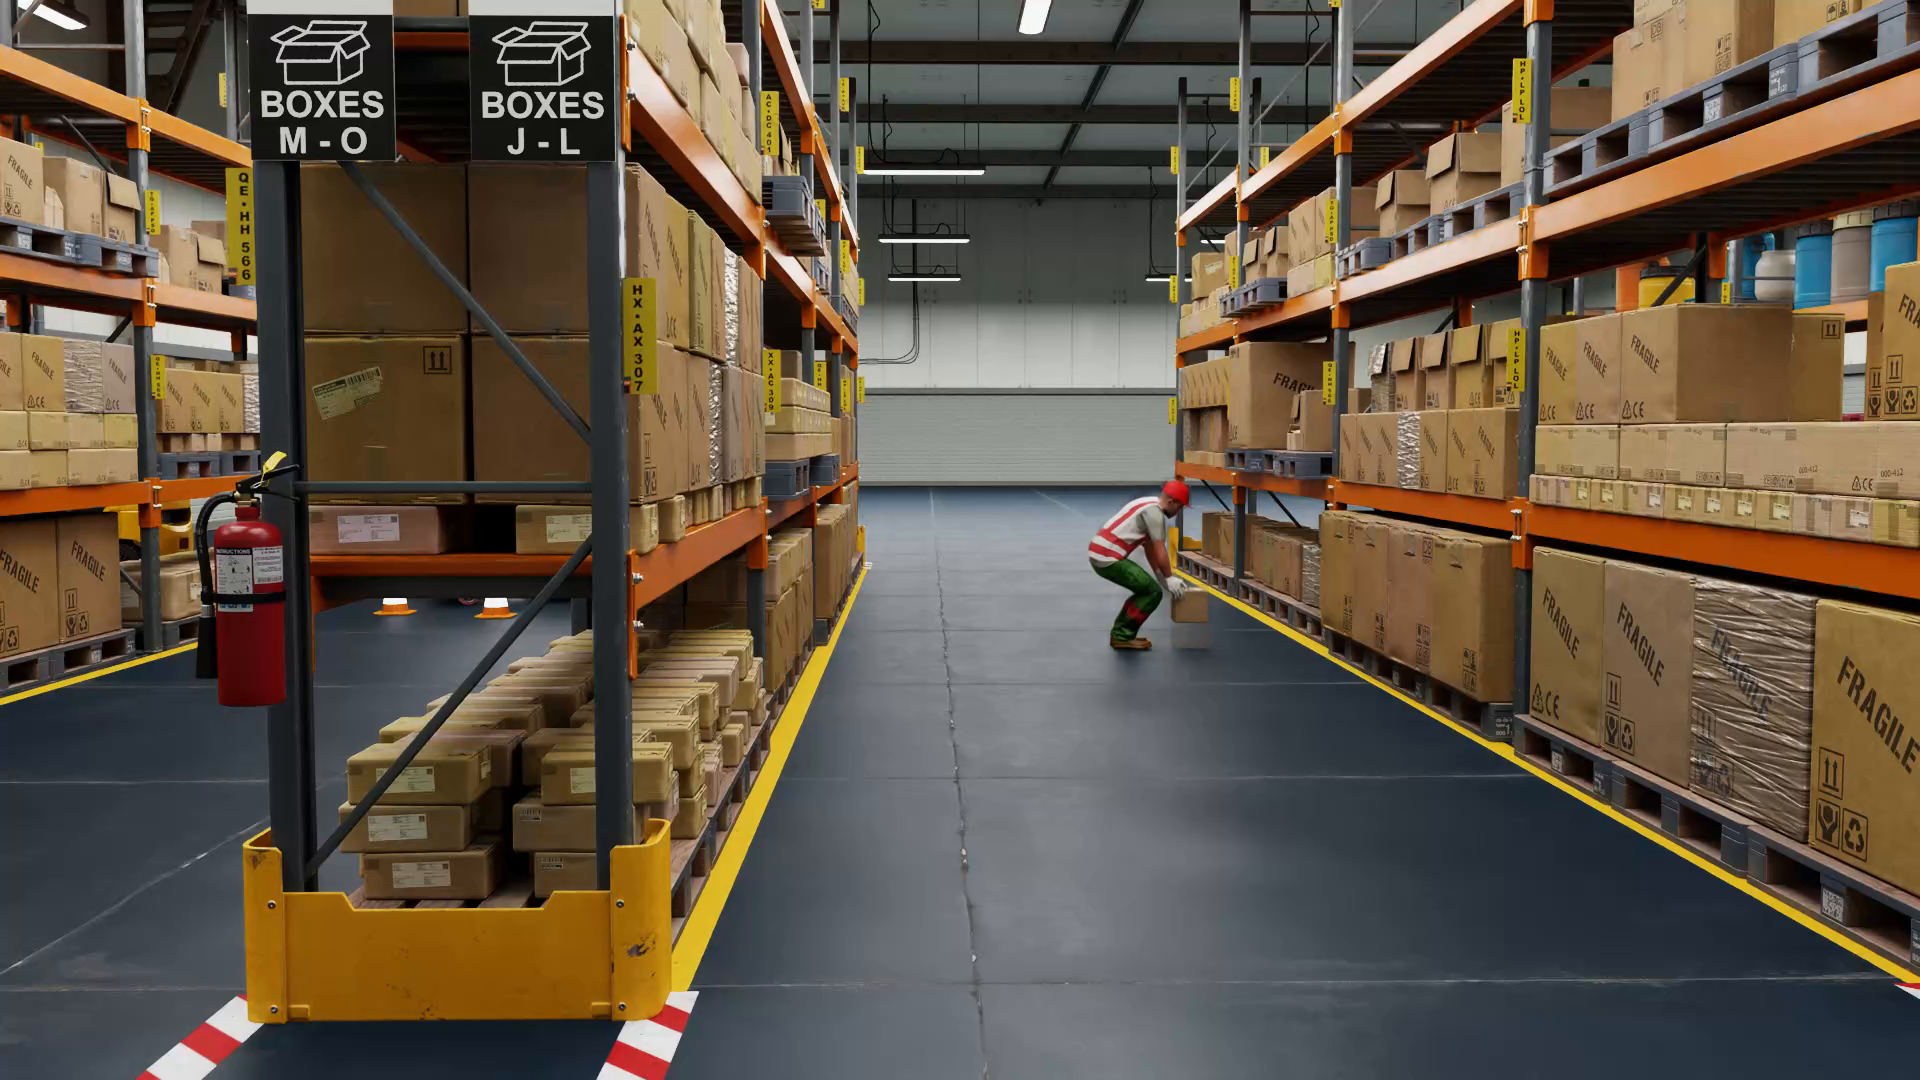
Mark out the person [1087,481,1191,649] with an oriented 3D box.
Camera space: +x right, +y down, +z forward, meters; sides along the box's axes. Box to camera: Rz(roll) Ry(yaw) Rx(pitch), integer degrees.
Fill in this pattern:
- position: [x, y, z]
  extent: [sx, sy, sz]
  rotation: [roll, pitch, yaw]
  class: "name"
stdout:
- position: [1.396, 0.185, 12.964]
  extent: [0.816, 1.295, 0.585]
  rotation: [0, 4, -1]
  class: "person"
